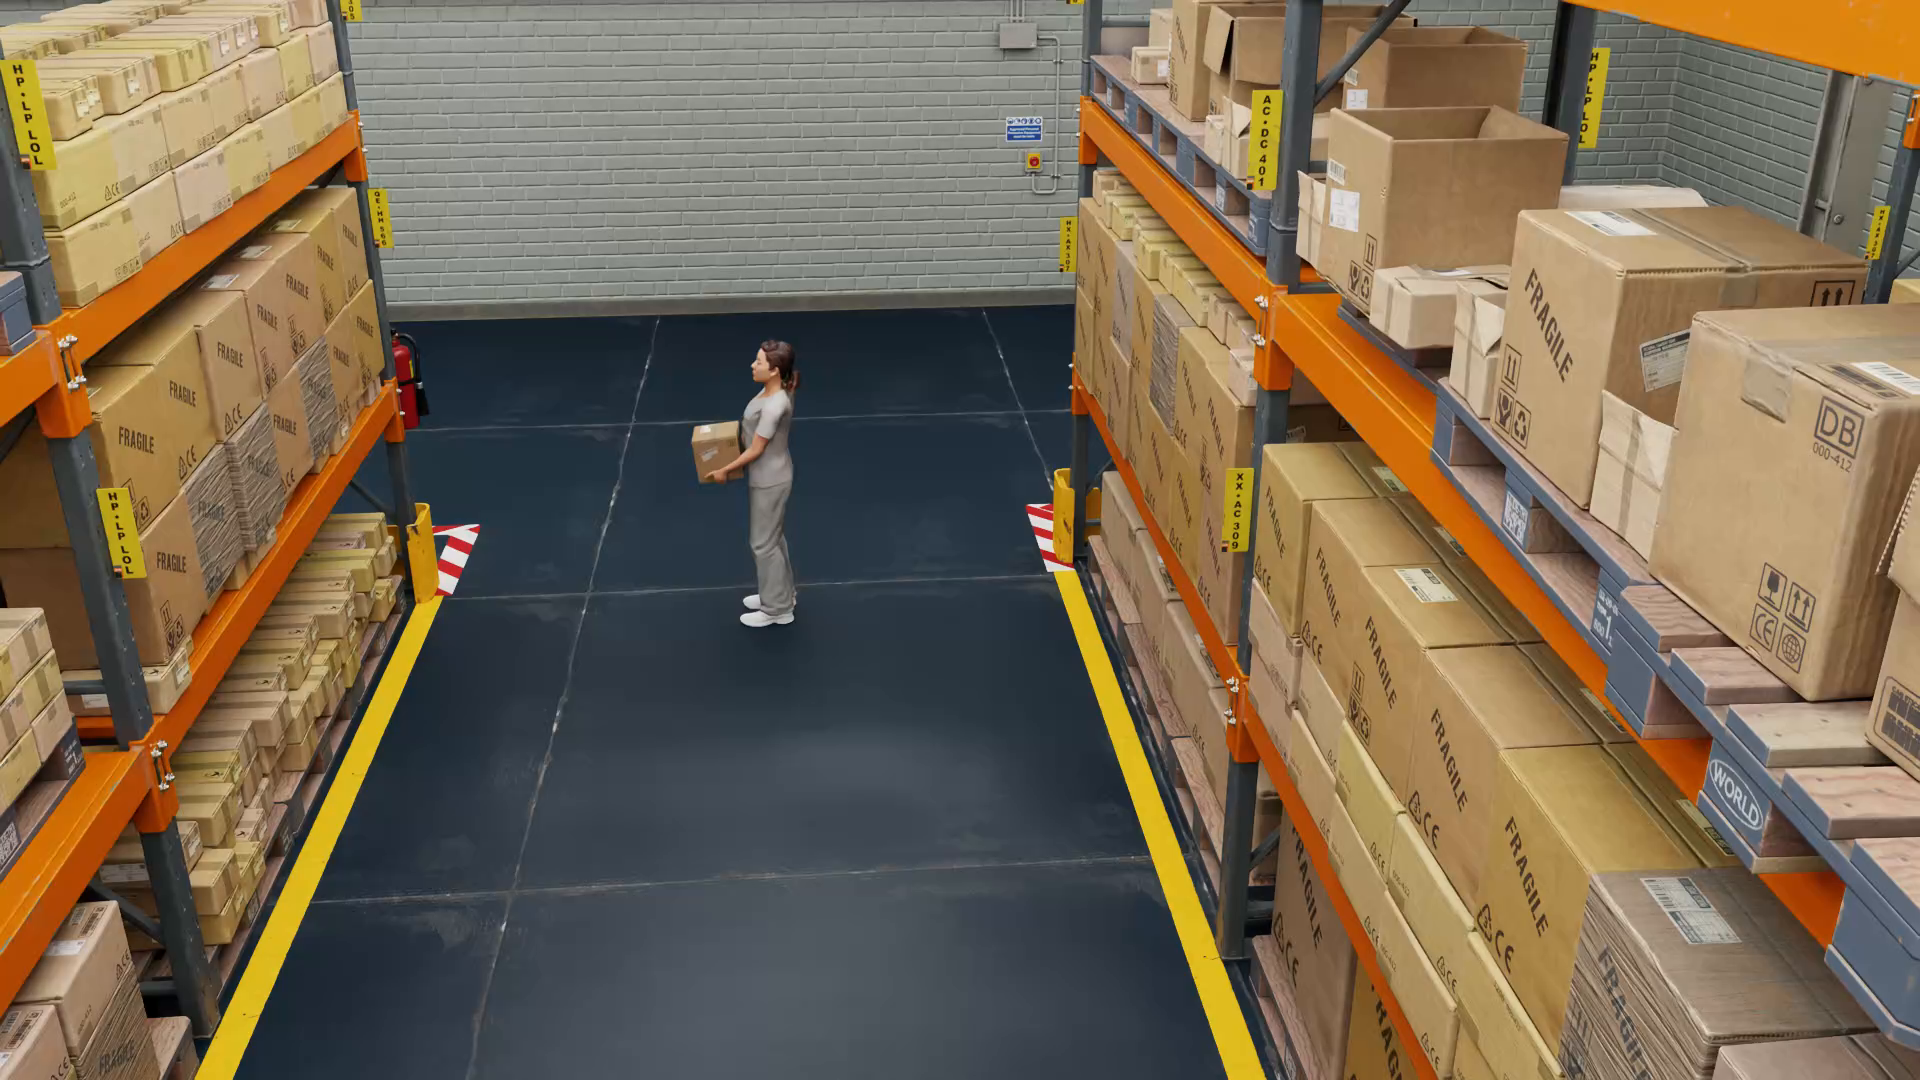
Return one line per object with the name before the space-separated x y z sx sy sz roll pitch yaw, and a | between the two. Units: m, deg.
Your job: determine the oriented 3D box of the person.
person | -1.141 -0.323 9.349 0.561 1.662 0.437 -2 24 -4
